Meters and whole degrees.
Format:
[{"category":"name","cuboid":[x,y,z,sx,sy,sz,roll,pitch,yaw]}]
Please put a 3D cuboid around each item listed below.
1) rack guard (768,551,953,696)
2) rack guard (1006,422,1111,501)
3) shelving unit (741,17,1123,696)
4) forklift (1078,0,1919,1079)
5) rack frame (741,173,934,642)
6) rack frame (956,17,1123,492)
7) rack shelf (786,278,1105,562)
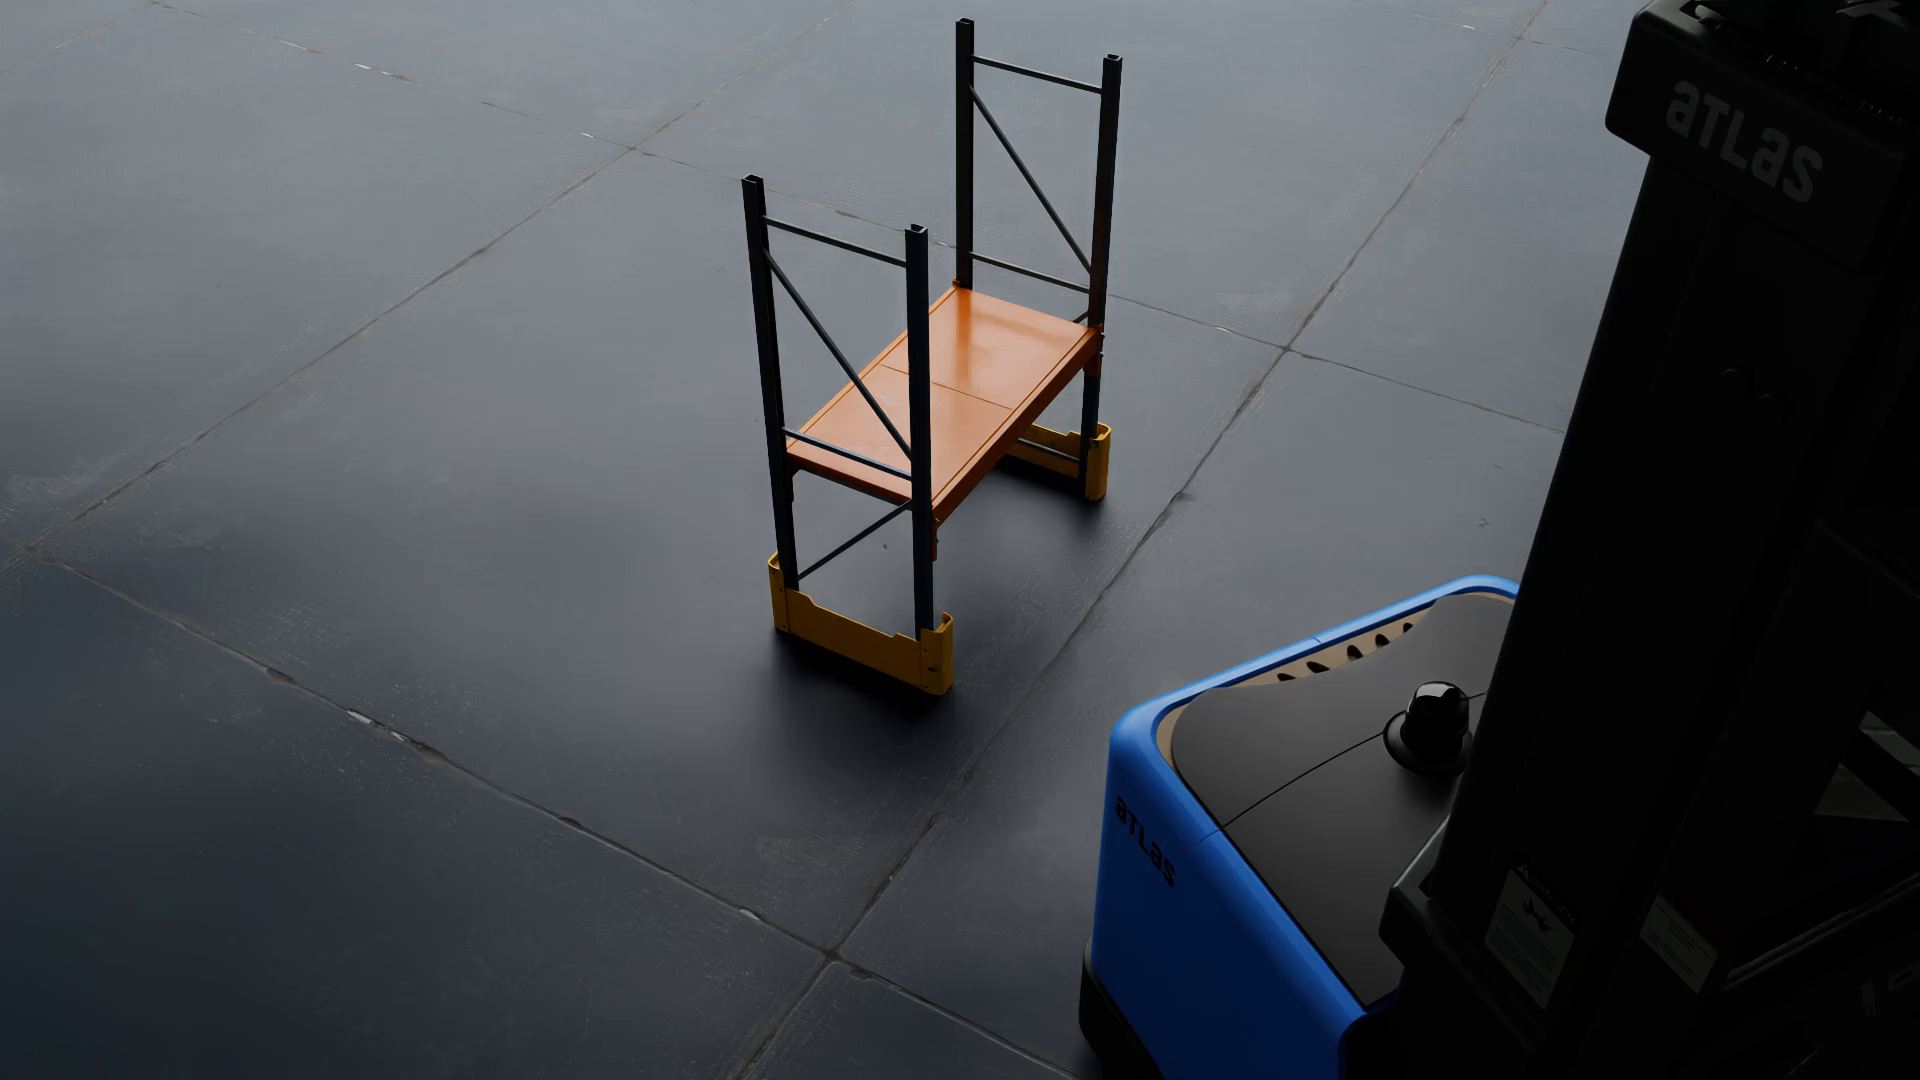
[{"category":"rack guard","cuboid":[-0.287,0.235,4.794,0.587,0.250,0.087,21,45,22]},{"category":"rack guard","cuboid":[0.211,-0.335,5.441,0.587,0.250,0.087,21,45,22]},{"category":"shelving unit","cuboid":[-0.038,-0.519,4.705,0.587,1.500,1.083,21,45,22]},{"category":"forklift","cuboid":[1.397,0.770,2.158,1.130,2.935,3.031,-19,45,-20]},{"category":"rack frame","cuboid":[-0.297,-0.223,4.369,0.500,1.500,0.032,21,45,22]},{"category":"rack frame","cuboid":[0.212,-0.805,5.029,0.500,1.500,0.032,21,45,22]},{"category":"rack shelf","cuboid":[-0.043,-0.379,4.818,0.538,0.185,1.000,21,45,22]}]
